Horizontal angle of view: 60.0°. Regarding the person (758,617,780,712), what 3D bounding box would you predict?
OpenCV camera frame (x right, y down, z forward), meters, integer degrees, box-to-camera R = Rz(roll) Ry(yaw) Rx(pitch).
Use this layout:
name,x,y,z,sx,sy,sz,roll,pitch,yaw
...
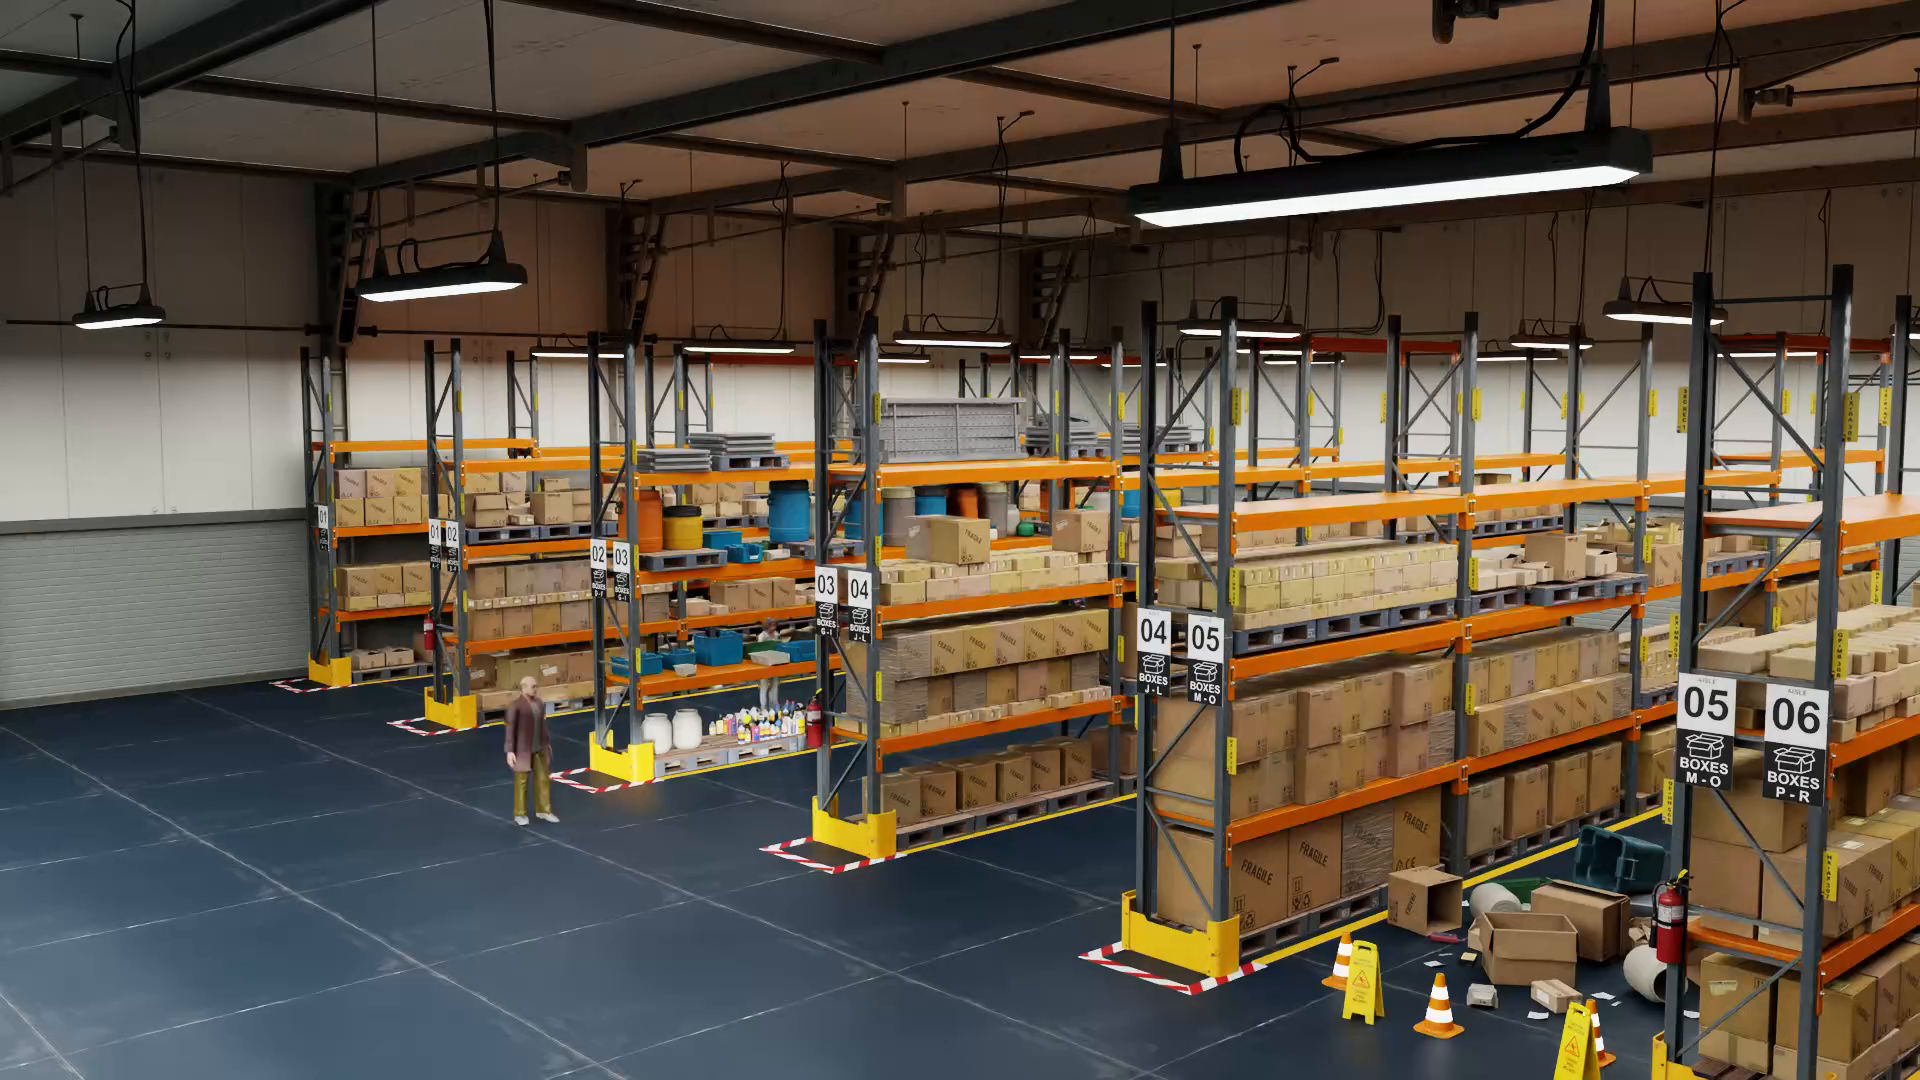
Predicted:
name,x,y,z,sx,sy,sz,roll,pitch,yaw
person,-3.014,2.009,26.272,0.432,1.609,0.356,-4,6,-38

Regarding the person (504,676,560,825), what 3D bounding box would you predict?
name,x,y,z,sx,sy,sz,roll,pitch,yaw
person,-5.167,2.543,19.988,0.462,1.819,0.687,3,6,33
